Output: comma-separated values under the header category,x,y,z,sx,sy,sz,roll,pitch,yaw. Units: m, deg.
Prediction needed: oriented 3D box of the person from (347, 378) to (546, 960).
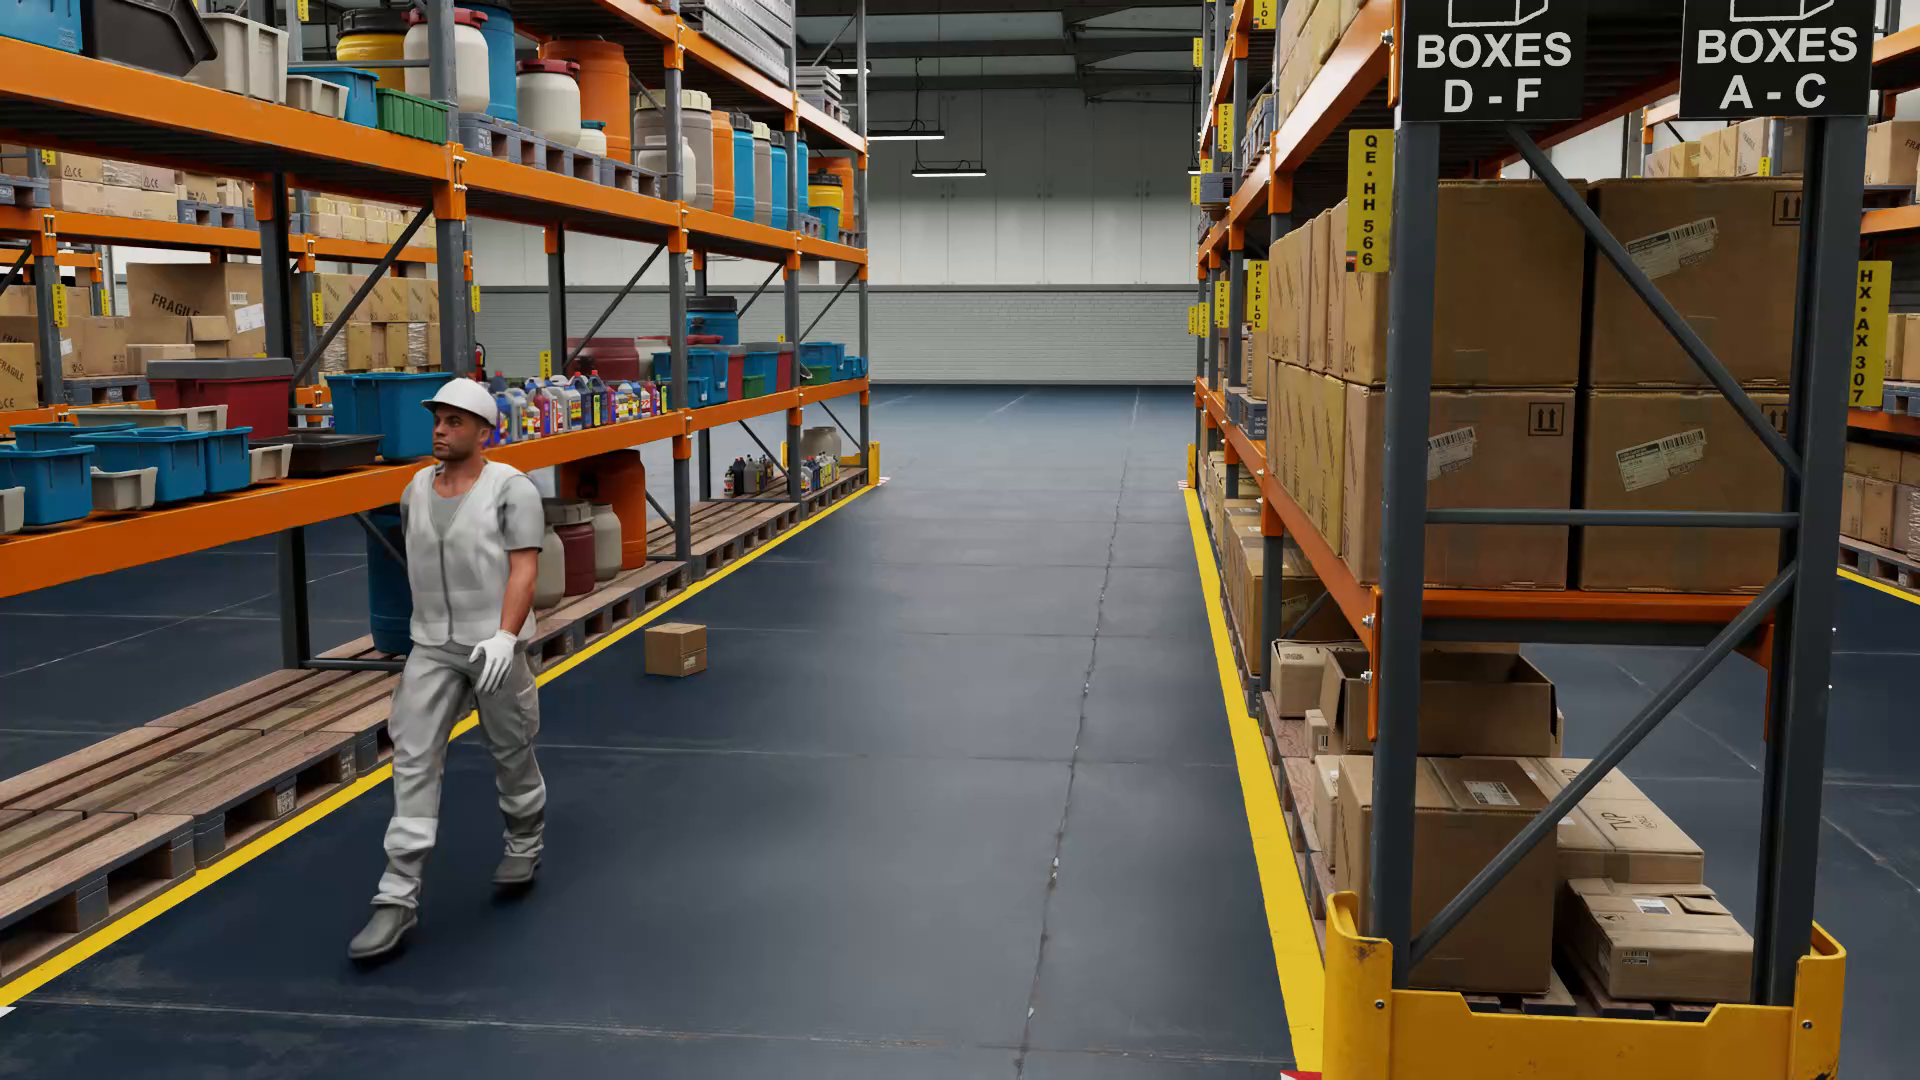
category,x,y,z,sx,sy,sz,roll,pitch,yaw
person,-1.625,0.355,5.351,0.528,1.736,0.971,1,8,9
